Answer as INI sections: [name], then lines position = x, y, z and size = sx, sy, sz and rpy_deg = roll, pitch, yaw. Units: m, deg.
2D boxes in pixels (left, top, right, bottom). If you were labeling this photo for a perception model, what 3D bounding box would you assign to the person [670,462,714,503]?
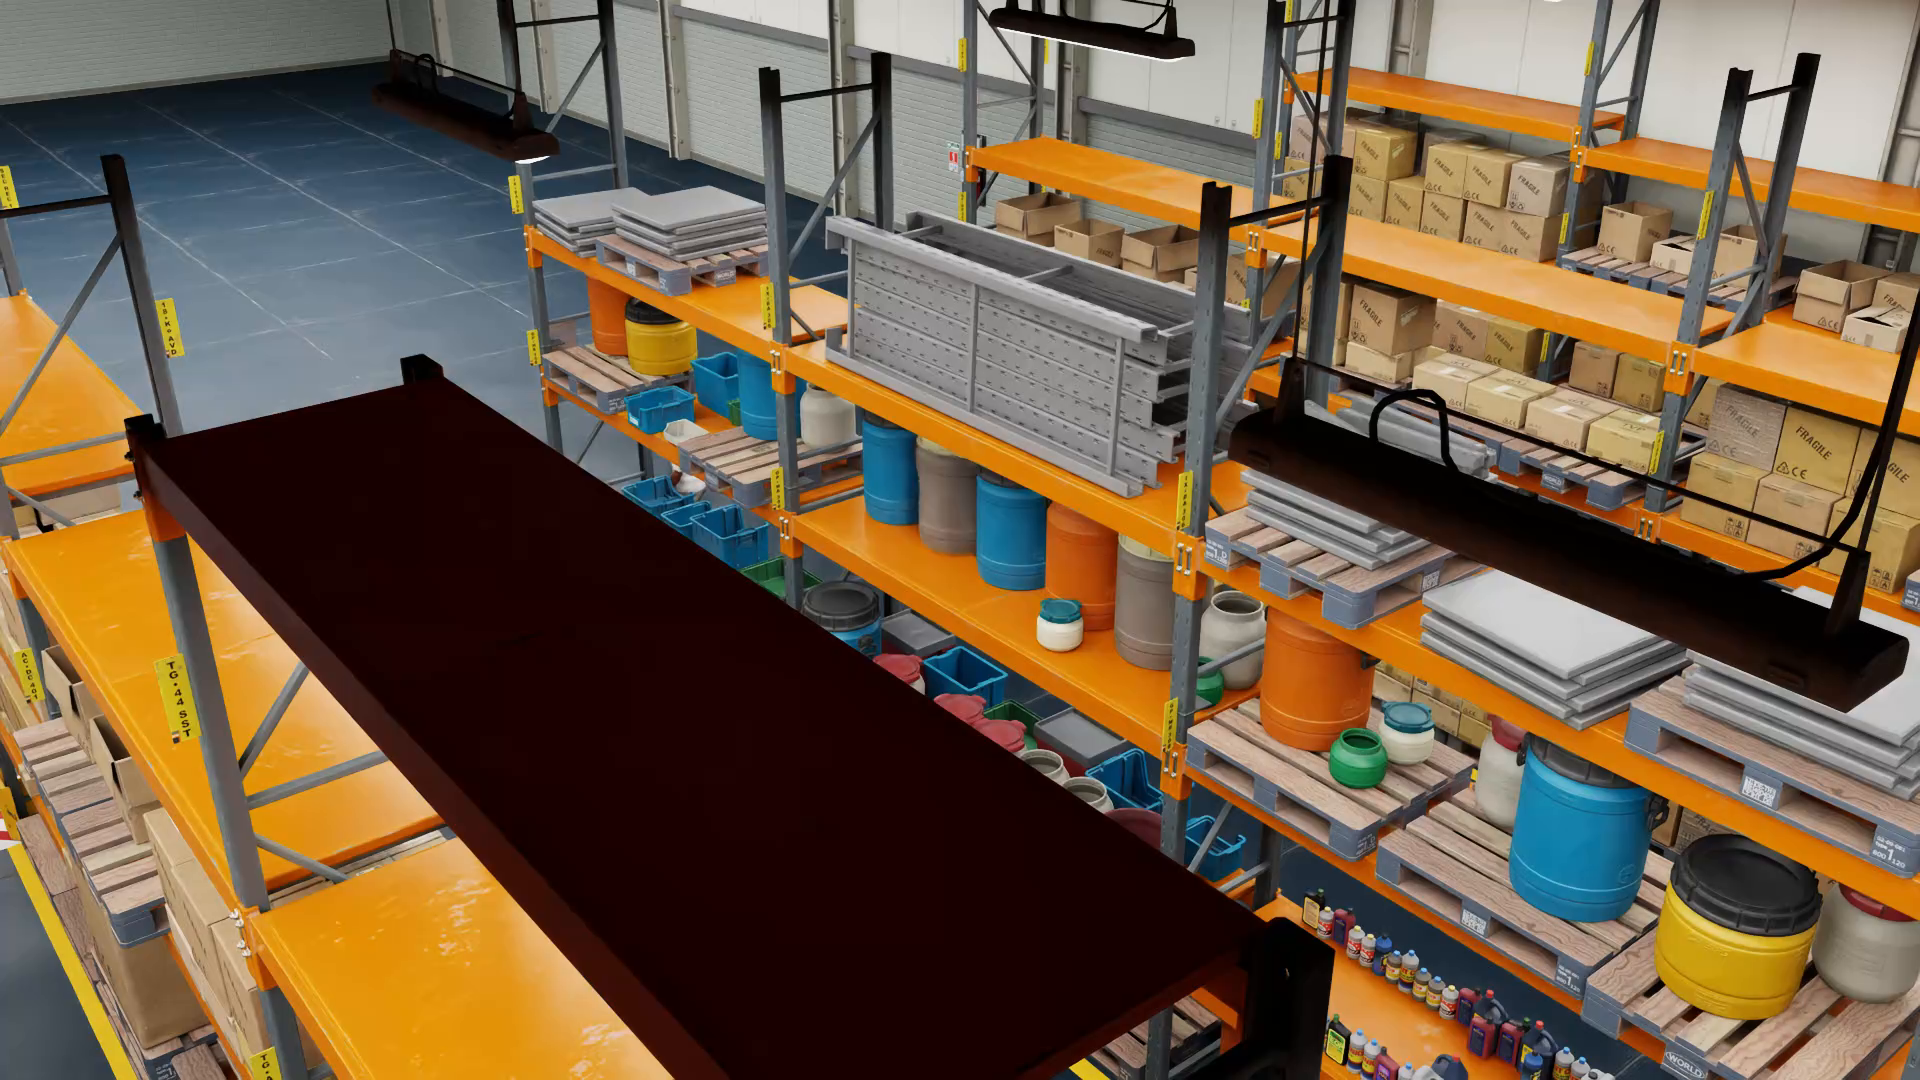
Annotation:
[person]
position = -2.841, -0.575, 17.462
size = 0.512, 1.813, 0.702
rpy_deg = 9, 27, 19
